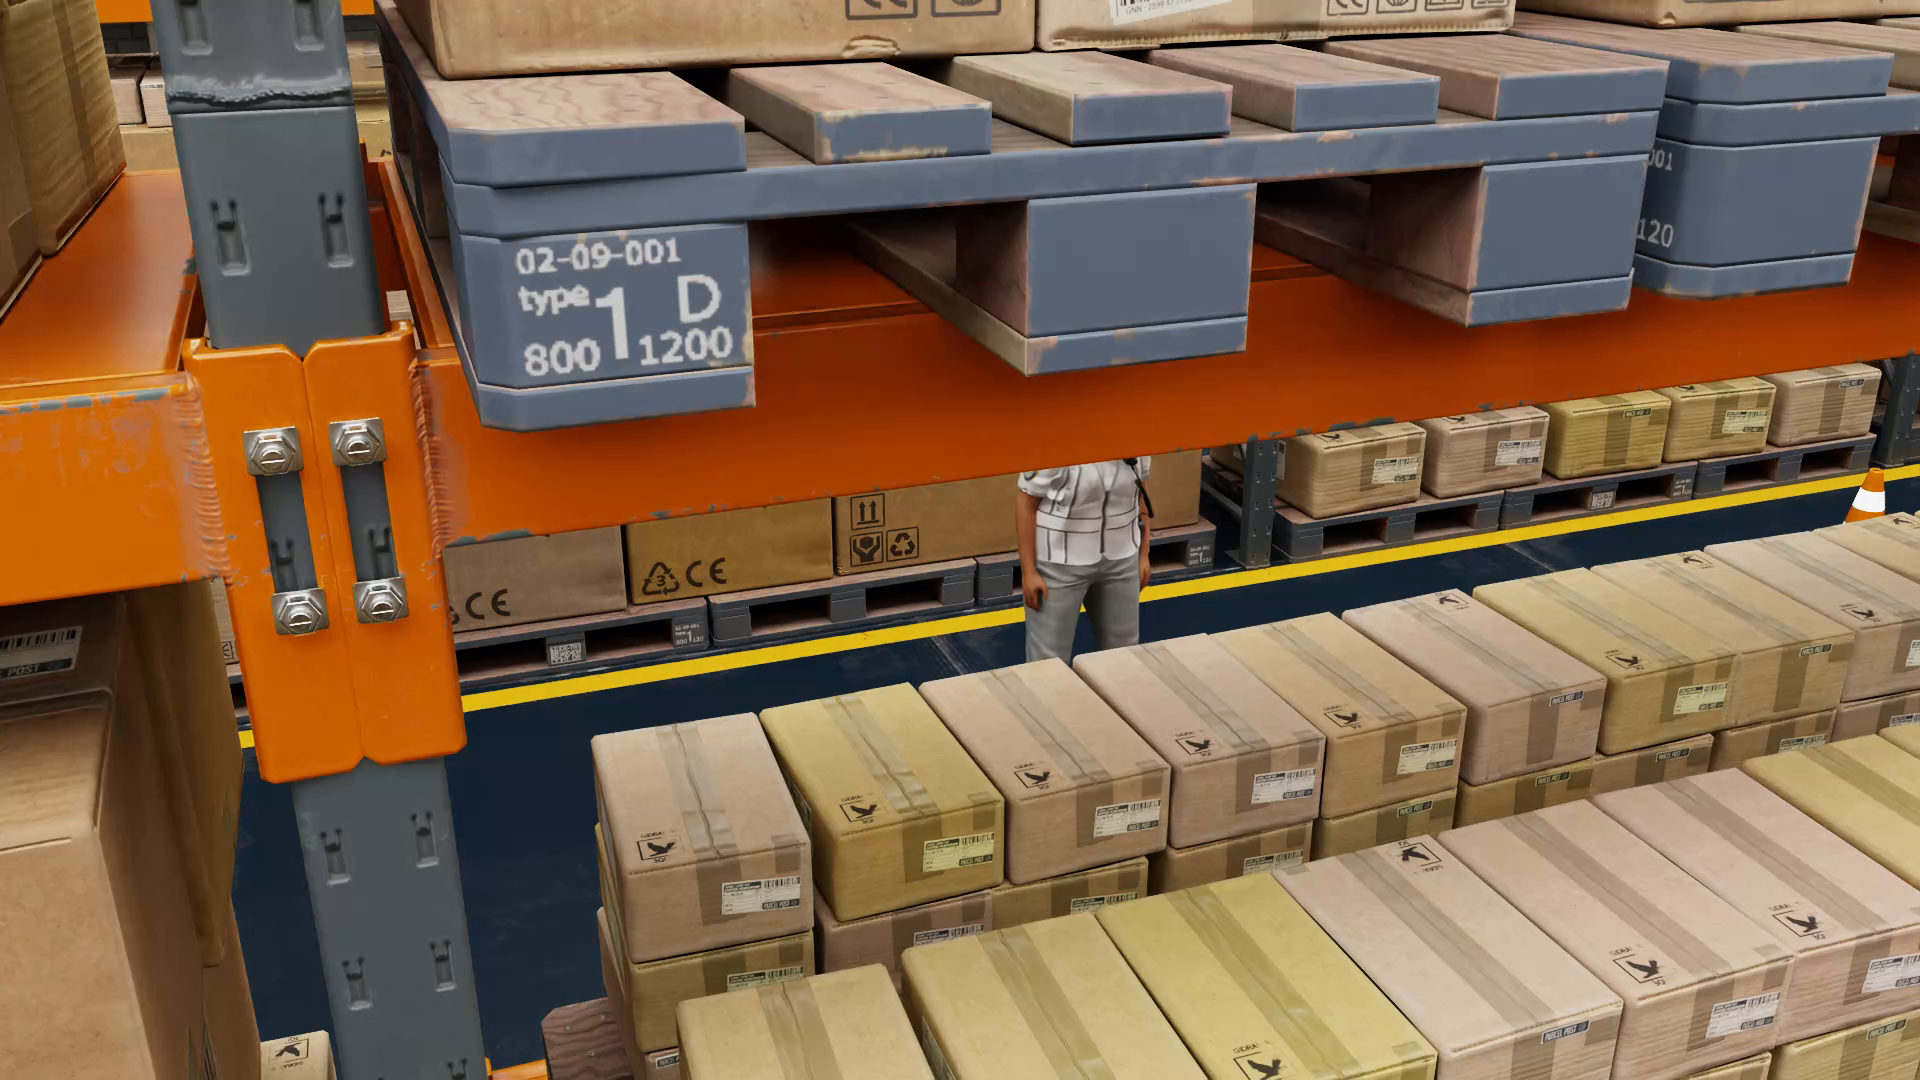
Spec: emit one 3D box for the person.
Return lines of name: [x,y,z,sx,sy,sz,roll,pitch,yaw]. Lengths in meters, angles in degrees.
person: [0.437,0.096,5.857,0.540,1.664,0.470,-9,24,-21]
